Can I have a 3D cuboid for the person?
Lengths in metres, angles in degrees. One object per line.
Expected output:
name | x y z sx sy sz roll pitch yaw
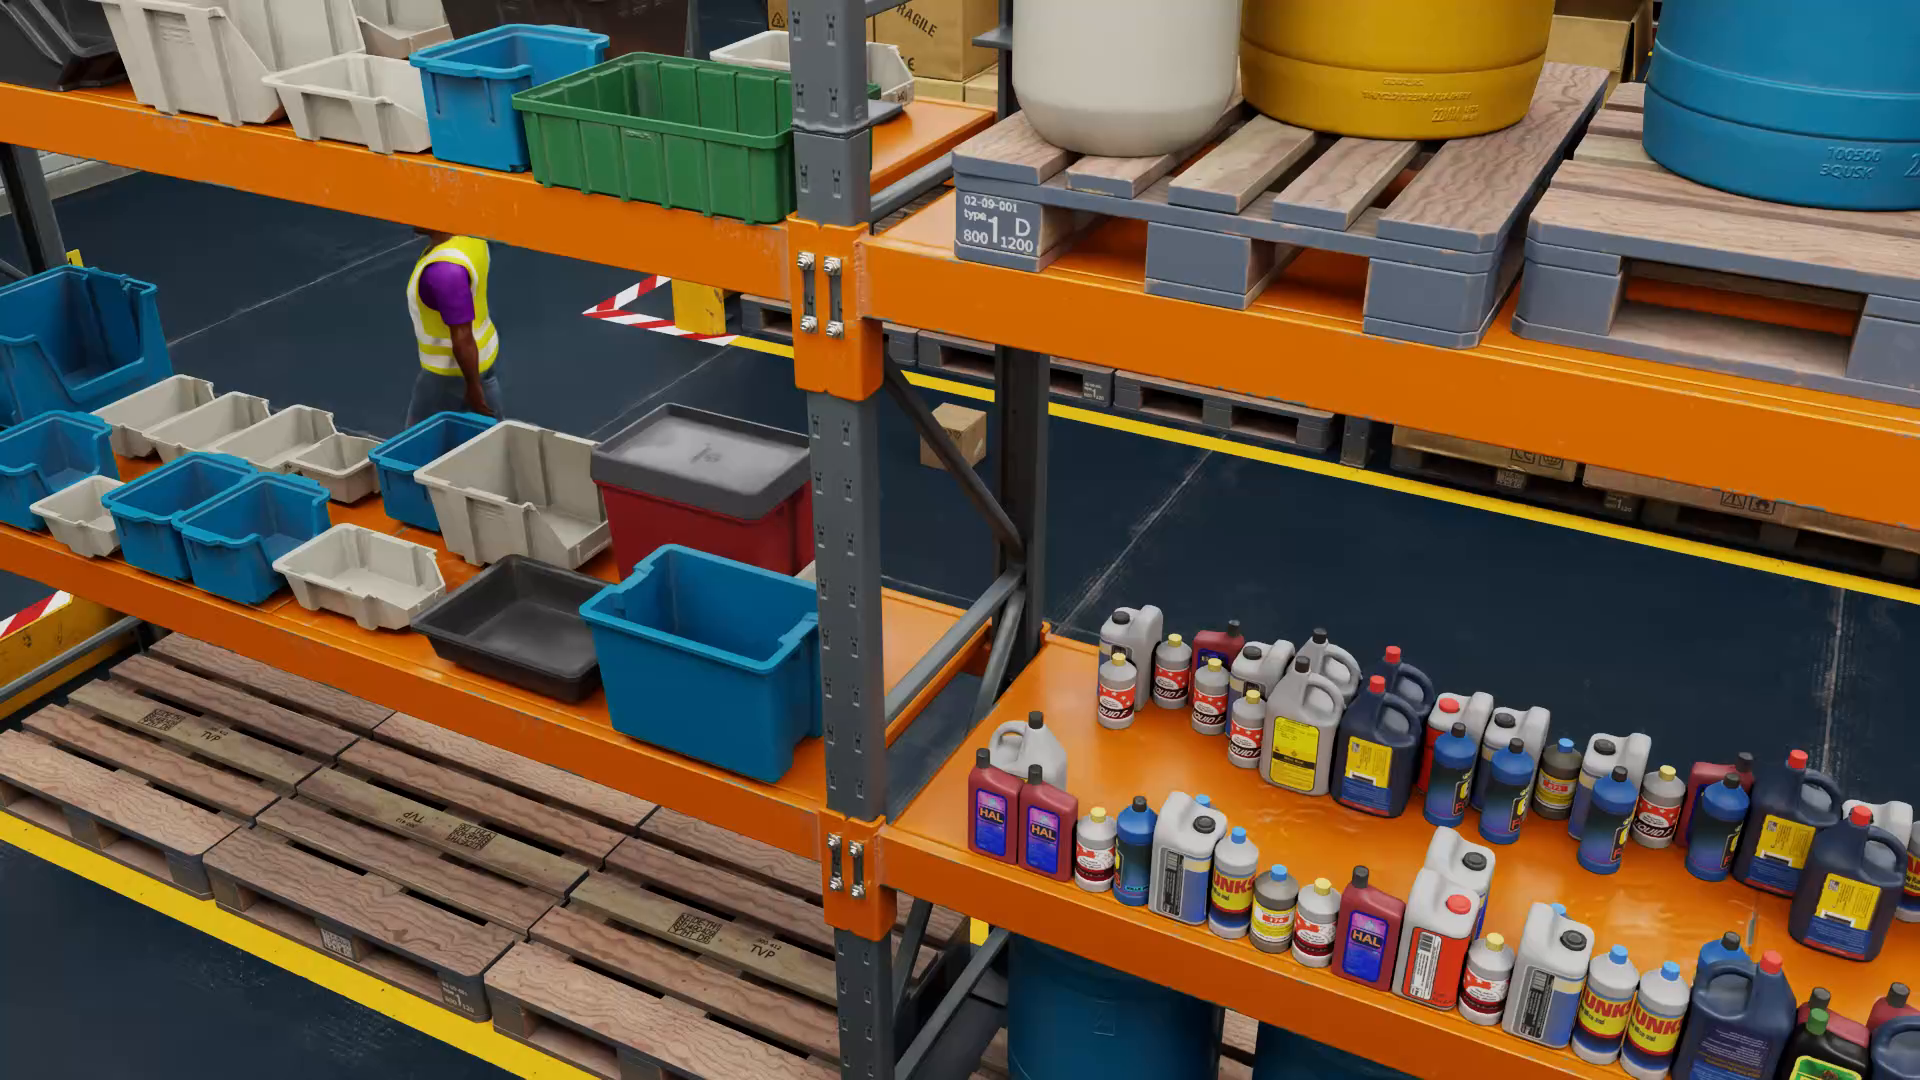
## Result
person | -2.181 -0.855 7.527 0.790 1.668 0.559 0 30 1
